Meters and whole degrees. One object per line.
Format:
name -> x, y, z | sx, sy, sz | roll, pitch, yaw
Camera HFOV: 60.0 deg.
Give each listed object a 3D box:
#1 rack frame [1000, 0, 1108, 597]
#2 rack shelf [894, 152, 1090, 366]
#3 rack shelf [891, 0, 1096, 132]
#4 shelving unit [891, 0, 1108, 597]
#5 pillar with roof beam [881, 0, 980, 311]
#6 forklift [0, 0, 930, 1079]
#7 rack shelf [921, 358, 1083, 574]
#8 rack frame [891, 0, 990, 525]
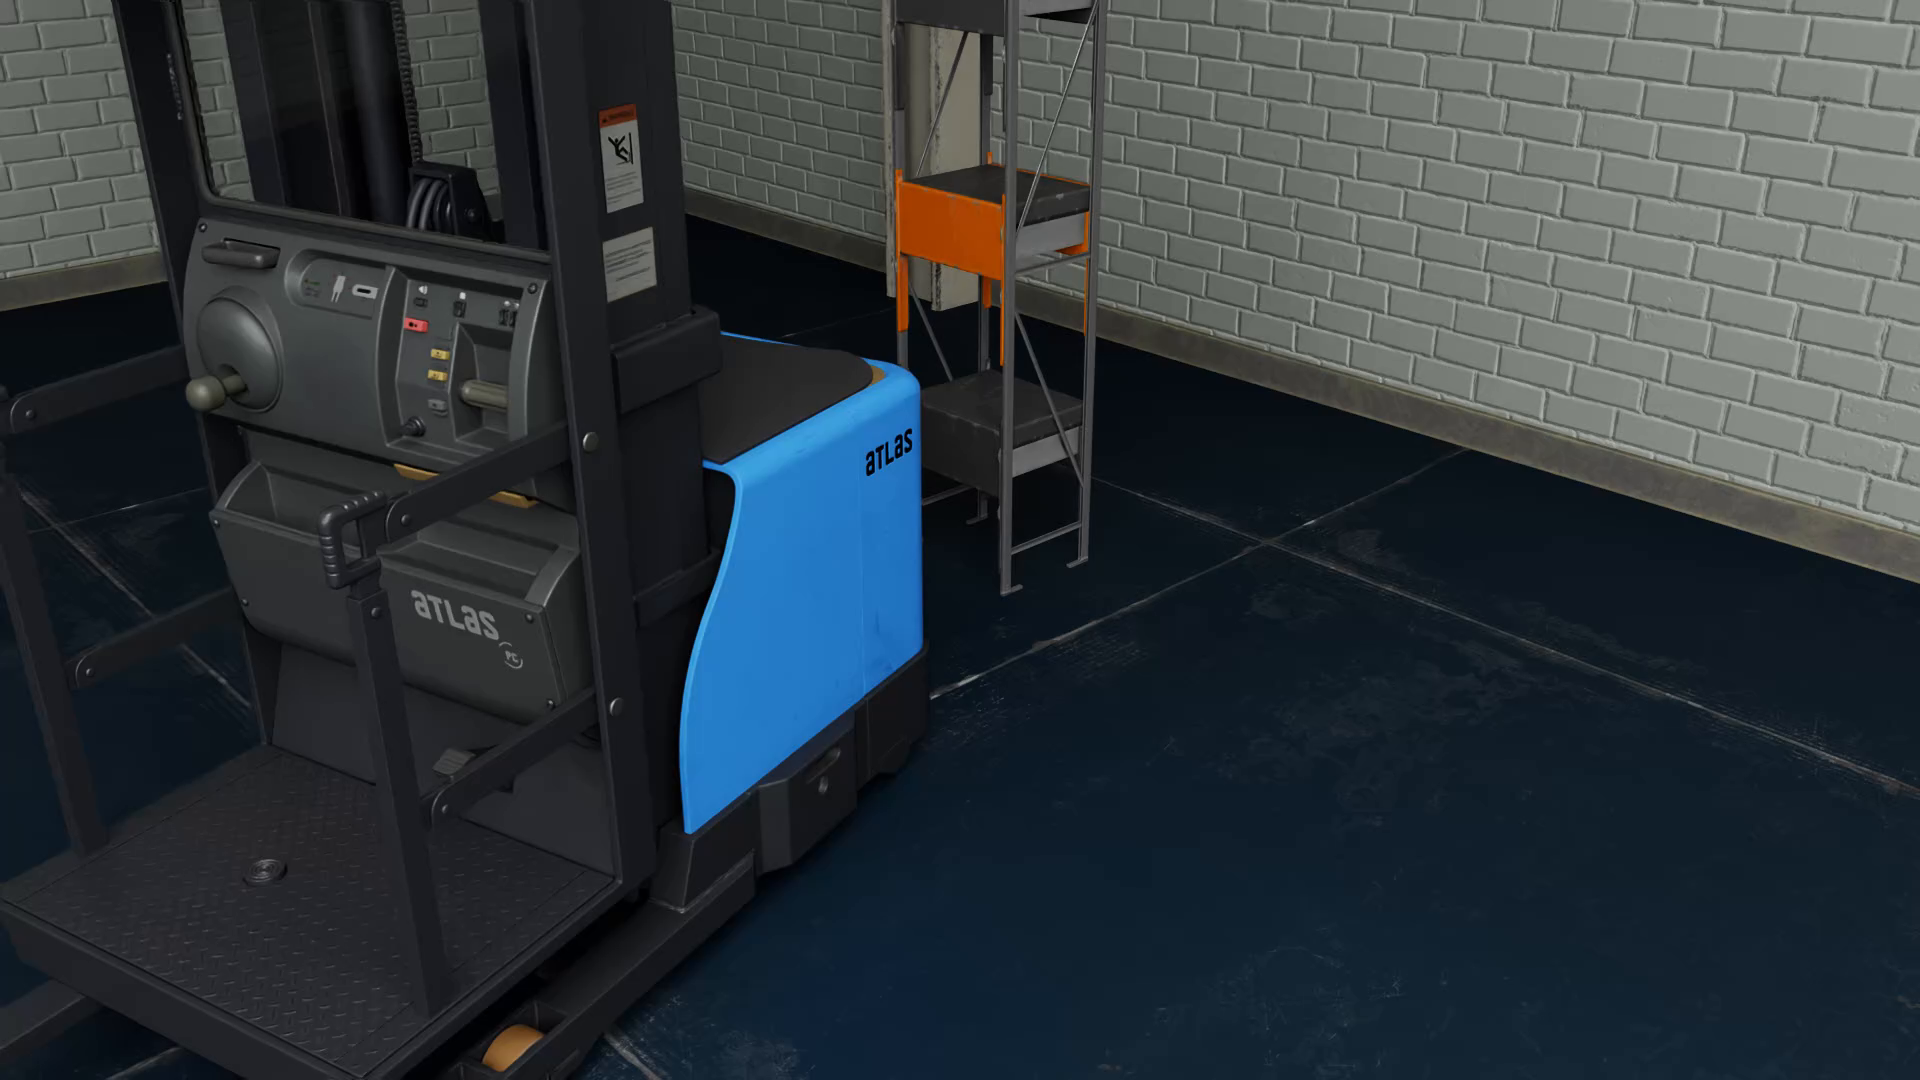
rack frame -> 0.280, -0.831, 5.042 | 0.400, 2.100, 0.015 | -21, 32, -38
rack shelf -> 0.113, -0.893, 5.210 | 0.431, 0.518, 0.480 | -21, 32, -38
rack shelf -> 0.113, -1.530, 4.919 | 0.431, 0.518, 0.480 | -21, 32, -38
shelving unit -> 0.113, -0.905, 5.204 | 0.431, 2.100, 0.503 | -21, 32, -38
pillar with roof beam -> -3.273, -4.107, 3.911 | 9.100, 9.000, 0.400 | -21, 32, -38
forklift -> -1.252, -0.354, 2.994 | 1.130, 2.935, 3.031 | 13, 28, 27
rack shelf -> 0.113, -0.256, 5.500 | 0.431, 0.518, 0.480 | -21, 32, -38
rack frame -> -0.054, -0.979, 5.366 | 0.400, 2.100, 0.015 | -21, 32, -38
